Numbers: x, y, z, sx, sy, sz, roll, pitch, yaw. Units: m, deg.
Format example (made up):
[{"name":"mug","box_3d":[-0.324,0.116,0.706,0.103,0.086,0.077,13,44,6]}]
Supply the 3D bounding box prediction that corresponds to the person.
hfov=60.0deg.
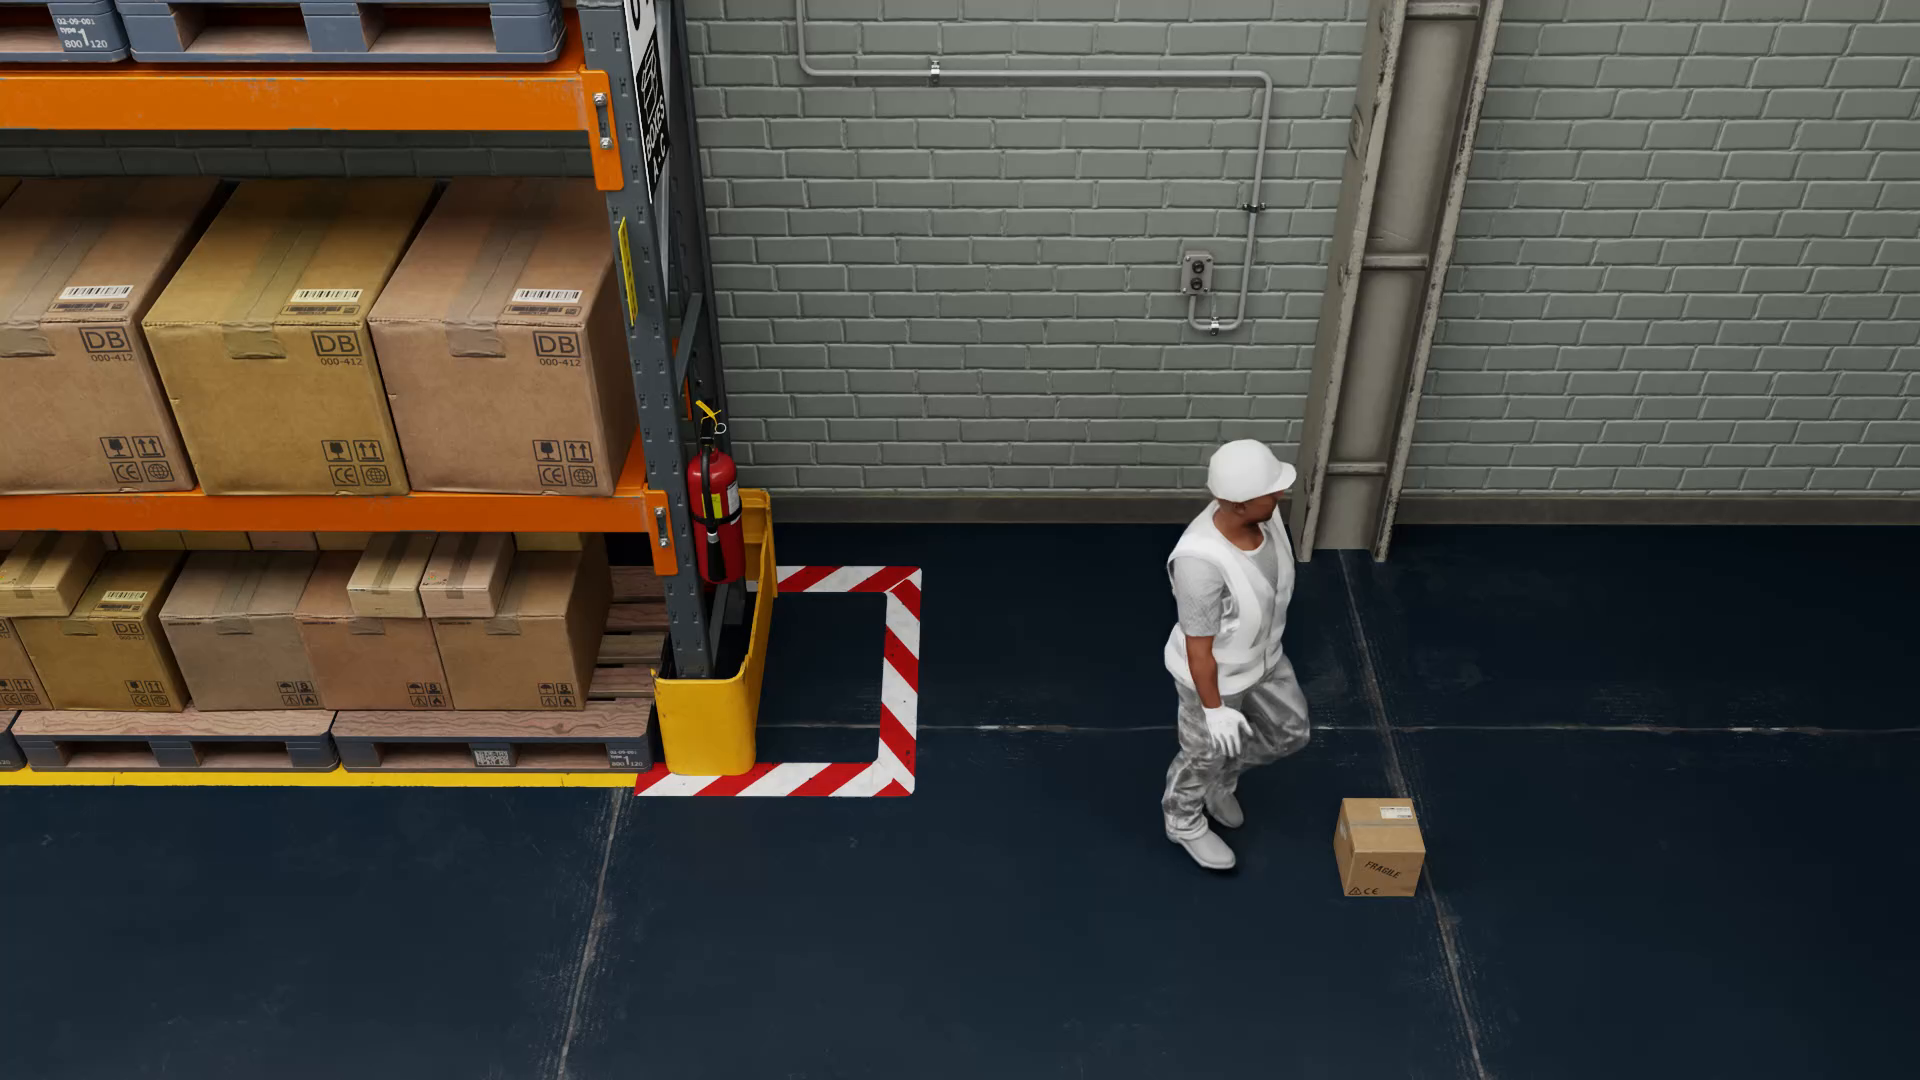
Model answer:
[{"name":"person","box_3d":[0.927,0.434,5.585,0.460,1.795,0.559,29,47,31]}]
